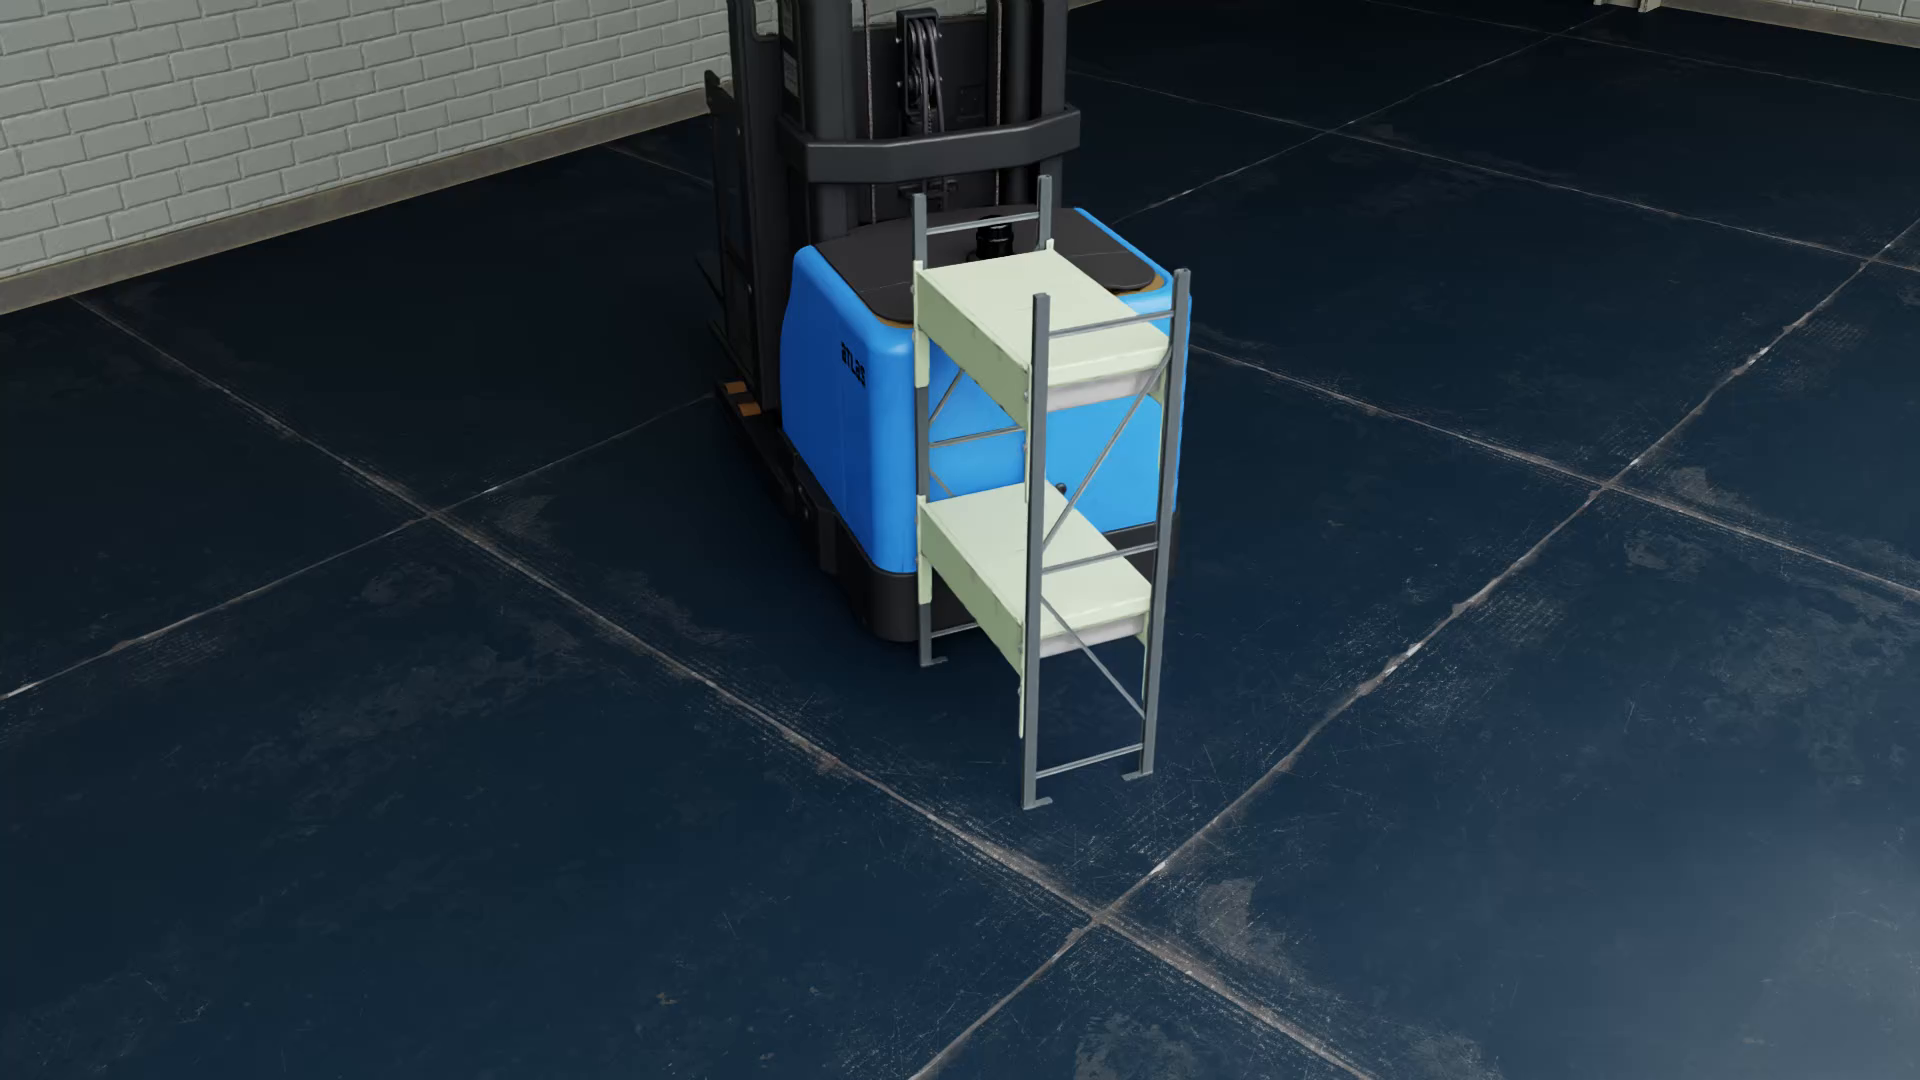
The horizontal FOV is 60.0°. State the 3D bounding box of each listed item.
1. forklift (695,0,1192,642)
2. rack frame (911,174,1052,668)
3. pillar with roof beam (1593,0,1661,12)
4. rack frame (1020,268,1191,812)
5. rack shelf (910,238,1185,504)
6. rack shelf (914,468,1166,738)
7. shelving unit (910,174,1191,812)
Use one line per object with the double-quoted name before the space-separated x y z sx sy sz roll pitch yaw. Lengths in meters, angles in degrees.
"forklift" -0.310 -1.690 5.715 1.130 2.935 3.031 -12 33 -19
"rack frame" 0.060 -0.296 4.788 0.400 1.500 0.023 -13 33 -20
"pillar with roof beam" 2.071 -6.192 7.310 0.400 9.000 9.100 25 39 35
"rack frame" 0.352 0.050 4.213 0.400 1.500 0.023 -13 33 -20
"rack shelf" 0.206 -0.457 4.299 0.431 0.370 0.720 -13 33 -20
"rack shelf" 0.206 0.156 4.668 0.431 0.370 0.720 -13 33 -20
"shelving unit" 0.206 -0.123 4.500 0.431 1.500 0.755 -13 33 -20
